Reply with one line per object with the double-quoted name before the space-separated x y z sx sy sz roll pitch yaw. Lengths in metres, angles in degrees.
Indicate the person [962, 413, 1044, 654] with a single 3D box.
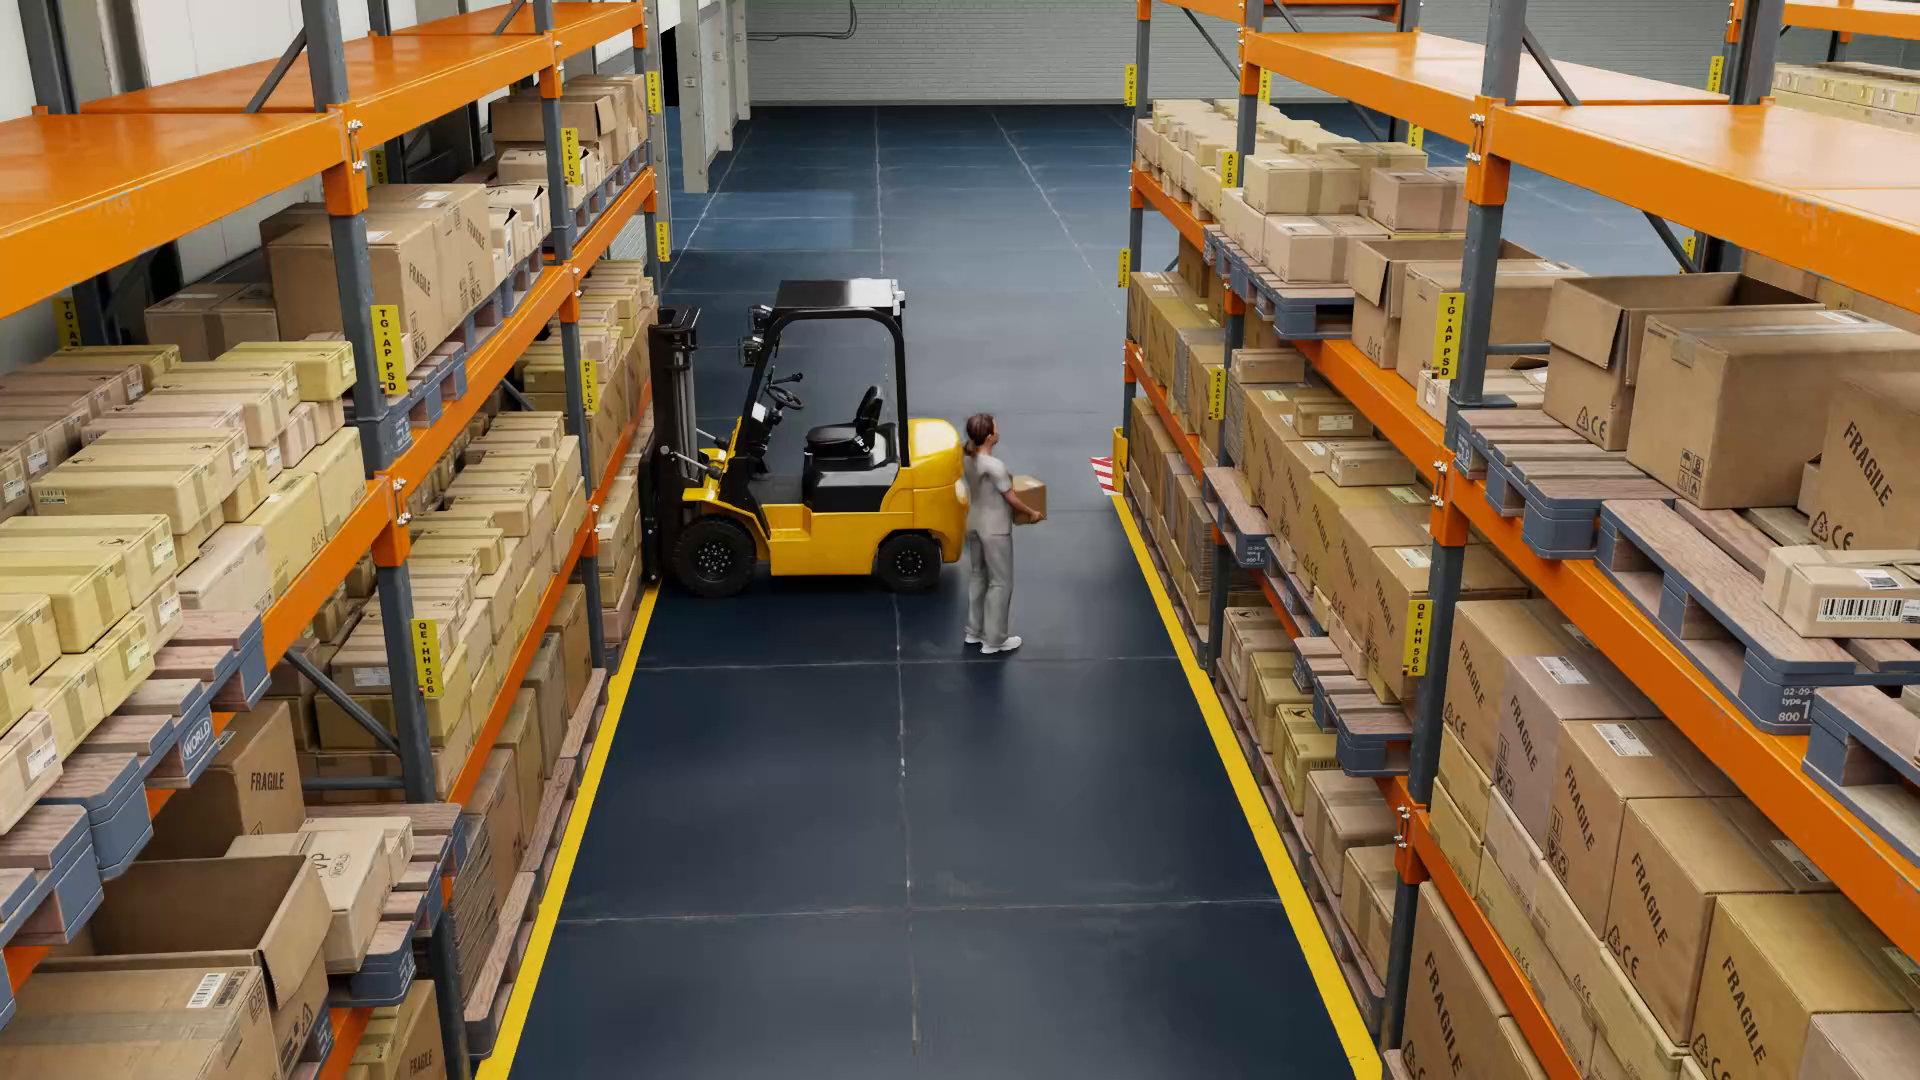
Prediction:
"person" 0.262 -0.075 11.286 0.548 1.669 0.443 -12 23 -29
